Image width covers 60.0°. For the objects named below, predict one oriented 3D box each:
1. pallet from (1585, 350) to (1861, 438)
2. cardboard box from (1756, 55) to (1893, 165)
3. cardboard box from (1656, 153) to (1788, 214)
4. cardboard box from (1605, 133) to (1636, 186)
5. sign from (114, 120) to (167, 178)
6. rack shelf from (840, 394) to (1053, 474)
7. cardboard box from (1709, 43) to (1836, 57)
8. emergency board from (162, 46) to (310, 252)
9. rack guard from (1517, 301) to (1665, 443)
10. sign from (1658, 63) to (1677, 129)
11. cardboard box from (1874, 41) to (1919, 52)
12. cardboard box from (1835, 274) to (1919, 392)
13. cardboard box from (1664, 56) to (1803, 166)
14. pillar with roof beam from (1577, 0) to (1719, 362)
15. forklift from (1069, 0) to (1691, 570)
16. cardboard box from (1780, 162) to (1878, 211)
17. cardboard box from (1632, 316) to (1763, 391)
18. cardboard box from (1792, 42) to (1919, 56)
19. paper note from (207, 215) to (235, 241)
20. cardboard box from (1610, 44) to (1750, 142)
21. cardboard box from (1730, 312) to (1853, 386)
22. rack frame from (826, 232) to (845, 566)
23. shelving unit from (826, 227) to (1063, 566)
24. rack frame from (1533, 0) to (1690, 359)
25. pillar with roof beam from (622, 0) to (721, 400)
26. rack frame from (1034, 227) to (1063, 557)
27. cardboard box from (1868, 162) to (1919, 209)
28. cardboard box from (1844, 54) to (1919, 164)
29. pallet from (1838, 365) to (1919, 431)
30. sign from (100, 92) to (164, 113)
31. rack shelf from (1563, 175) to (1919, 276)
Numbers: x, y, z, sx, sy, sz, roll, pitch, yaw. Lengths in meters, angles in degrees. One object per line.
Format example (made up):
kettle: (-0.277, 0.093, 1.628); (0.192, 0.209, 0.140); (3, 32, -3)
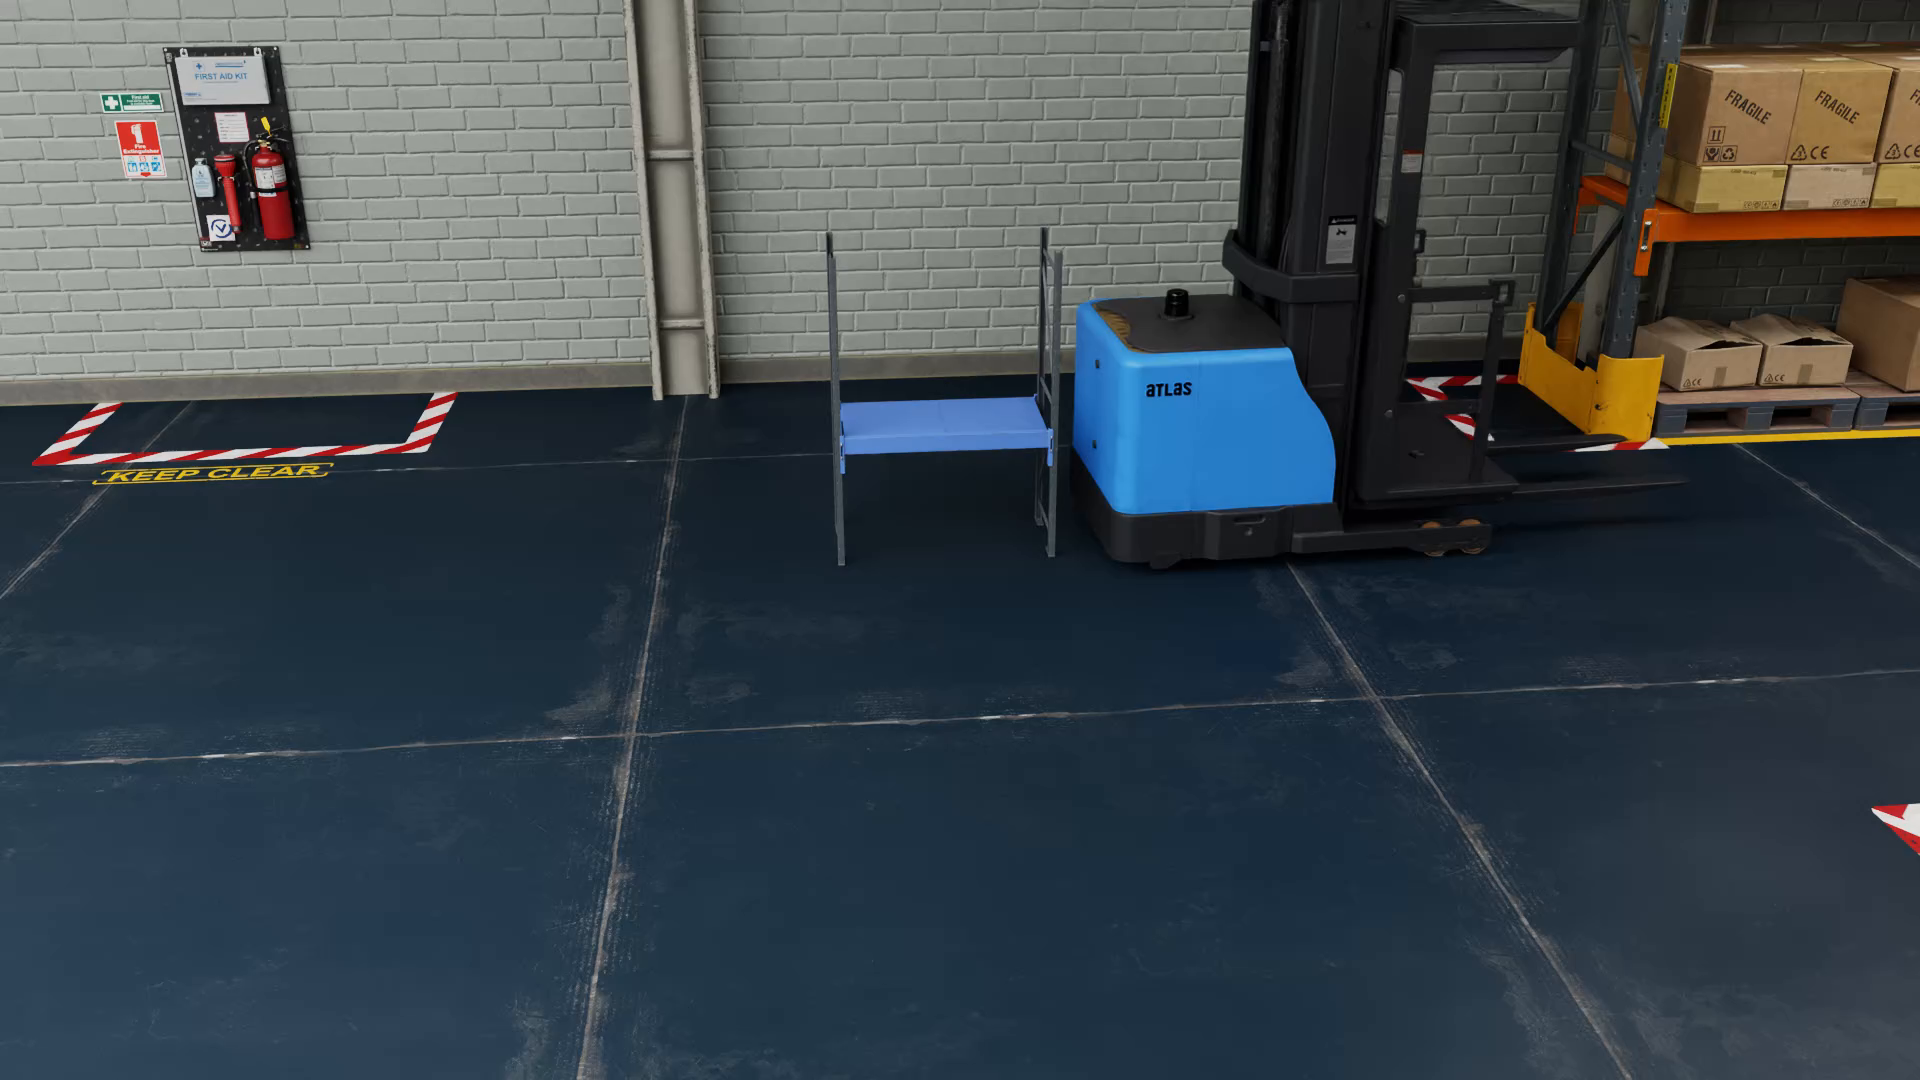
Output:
pallet: (4.553, -0.906, 10.028); (1.213, 0.211, 1.003); (-2, 24, -5)
cardboard box: (4.663, -2.356, 9.093); (0.500, 0.500, 0.500); (-2, 24, -5)
cardboard box: (4.182, -1.991, 9.196); (0.500, 0.250, 0.500); (-3, 24, -7)
cardboard box: (4.112, -2.197, 9.659); (0.500, 0.250, 0.500); (-2, 24, -4)
sign: (-4.717, -2.250, 9.575); (0.234, 0.329, 0.001); (-2, 24, -5)
rack shelf: (-0.085, -0.518, 8.011); (1.000, 0.185, 0.538); (-2, 24, -5)
cardboard box: (4.616, -2.563, 9.560); (0.500, 0.500, 0.500); (-2, 24, -4)
emergency board: (-4.157, -2.214, 9.538); (0.643, 1.169, 0.194); (-2, 24, -5)
rack guard: (3.741, -1.020, 9.929); (0.348, 0.500, 1.175); (-2, 24, -5)
sign: (3.719, -2.335, 8.745); (0.005, 0.325, 0.100); (-2, 24, -5)
cardboard box: (5.631, -2.606, 9.656); (0.500, 0.500, 0.500); (-2, 24, -4)
cardboard box: (5.665, -1.241, 9.885); (0.500, 0.500, 0.700); (-4, 24, -8)
cardboard box: (4.170, -2.340, 9.058); (0.500, 0.500, 0.500); (-2, 24, -5)
pillar with roof beam: (4.700, -3.538, 5.130); (0.400, 9.000, 9.100); (-2, 24, -5)
forklift: (2.133, -1.467, 7.942); (3.031, 2.935, 1.130); (-4, 24, -8)
cardboard box: (4.698, -2.017, 9.255); (0.500, 0.250, 0.500); (-3, 24, -7)
cardboard box: (4.363, -1.123, 9.851); (0.500, 0.311, 0.500); (-5, 24, -11)
cardboard box: (5.130, -2.586, 9.611); (0.500, 0.500, 0.500); (-3, 24, -7)
paper note: (-4.340, -1.832, 9.763); (0.142, 0.148, 0.016); (-2, 24, -5)
cardboard box: (4.114, -2.547, 9.524); (0.500, 0.500, 0.500); (-3, 24, -6)
cardboard box: (4.930, -1.145, 9.903); (0.500, 0.311, 0.500); (0, 24, -1)
rack frame: (-0.591, -0.662, 7.892); (0.032, 1.500, 0.500); (-2, 24, -5)
shelving unit: (-0.085, -0.682, 7.938); (1.048, 1.500, 0.538); (-2, 24, -5)
rack frame: (3.666, -2.159, 9.414); (0.127, 3.000, 1.000); (-2, 24, -5)
pillar with roof beam: (-1.271, -3.298, 4.592); (0.400, 9.000, 9.100); (-2, 24, -5)
rack frame: (0.421, -0.702, 7.983); (0.032, 1.500, 0.500); (-2, 24, -5)
cardboard box: (5.205, -2.035, 9.296); (0.500, 0.250, 0.500); (-3, 24, -6)
cardboard box: (5.178, -2.374, 9.134); (0.500, 0.500, 0.500); (-3, 24, -7)
pallet: (5.765, -0.953, 10.135); (1.213, 0.211, 1.003); (-2, 24, -5)
sign: (-4.712, -2.488, 9.459); (0.331, 0.109, 0.001); (-2, 24, -5)
rack shelf: (5.656, -1.910, 9.740); (4.000, 0.370, 1.077); (-2, 24, -5)
